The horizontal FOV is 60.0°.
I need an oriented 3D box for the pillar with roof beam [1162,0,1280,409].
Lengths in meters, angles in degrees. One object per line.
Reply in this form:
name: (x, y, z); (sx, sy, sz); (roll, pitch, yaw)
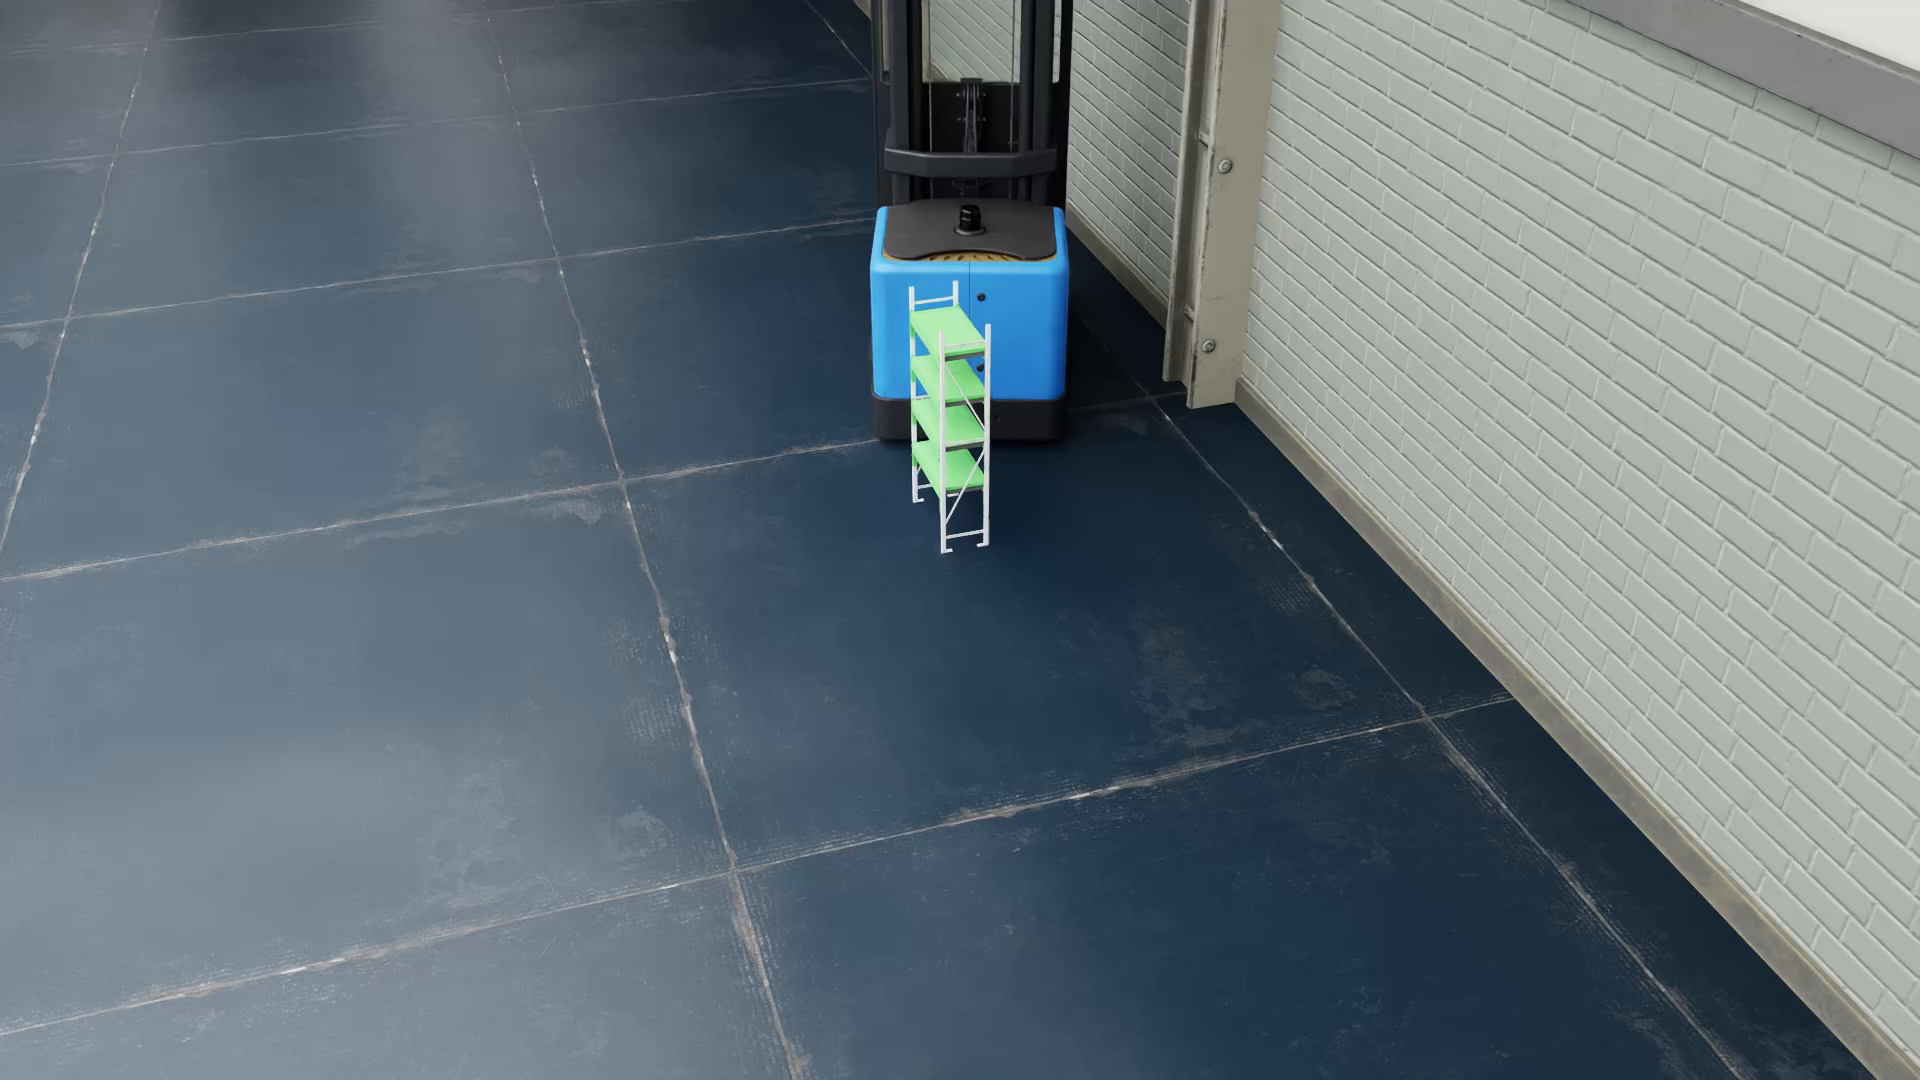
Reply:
pillar with roof beam: (-2.718, -3.898, 5.987); (9.100, 9.000, 0.400); (-10, 35, -15)

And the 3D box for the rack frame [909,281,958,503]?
rack frame: (-0.125, -0.716, 8.245); (0.240, 1.200, 0.015); (-10, 35, -15)

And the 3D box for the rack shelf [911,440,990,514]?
rack shelf: (-0.051, -0.334, 8.218); (0.258, 0.148, 0.480); (-10, 35, -15)

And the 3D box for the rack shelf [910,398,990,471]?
rack shelf: (-0.051, -0.534, 8.086); (0.258, 0.148, 0.480); (-10, 35, -15)

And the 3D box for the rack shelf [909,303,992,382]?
rack shelf: (-0.051, -0.935, 7.821); (0.258, 0.148, 0.480); (-10, 35, -15)

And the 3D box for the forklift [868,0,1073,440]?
forklift: (0.066, -2.538, 9.432); (1.130, 2.935, 3.031); (0, 33, 1)

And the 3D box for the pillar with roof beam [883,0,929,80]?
pillar with roof beam: (-4.548, -7.049, 10.754); (9.100, 9.000, 0.400); (-10, 35, -15)

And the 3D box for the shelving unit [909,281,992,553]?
shelving unit: (-0.051, -0.587, 8.051); (0.258, 1.200, 0.503); (-10, 35, -15)

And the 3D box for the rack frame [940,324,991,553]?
rack frame: (0.024, -0.459, 7.857); (0.240, 1.200, 0.015); (-10, 35, -15)

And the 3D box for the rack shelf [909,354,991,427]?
rack shelf: (-0.051, -0.734, 7.954); (0.258, 0.148, 0.480); (-10, 35, -15)
